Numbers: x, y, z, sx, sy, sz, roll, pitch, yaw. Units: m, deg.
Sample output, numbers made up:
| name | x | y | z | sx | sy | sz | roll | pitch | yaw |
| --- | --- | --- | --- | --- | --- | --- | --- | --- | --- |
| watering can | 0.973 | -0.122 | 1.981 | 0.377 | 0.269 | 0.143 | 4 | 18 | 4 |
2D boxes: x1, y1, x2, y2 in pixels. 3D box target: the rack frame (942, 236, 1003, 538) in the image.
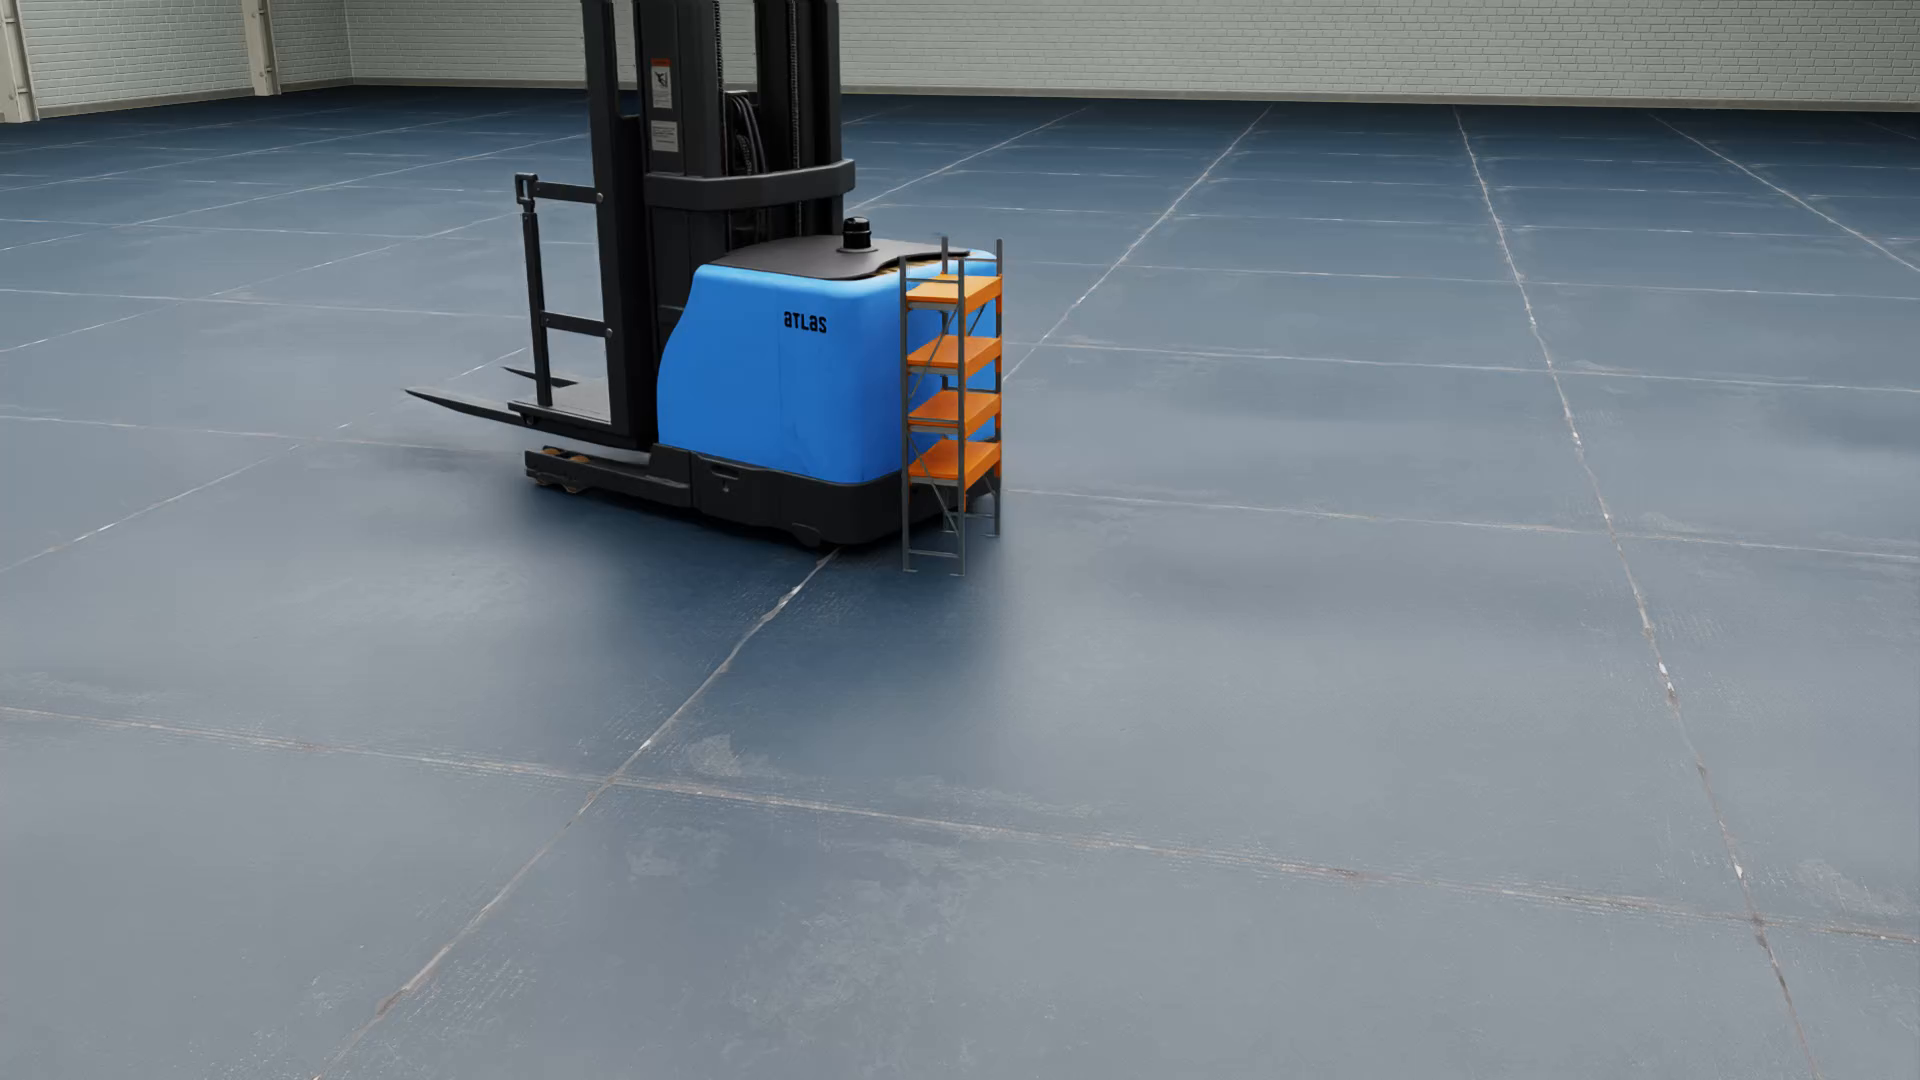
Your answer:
| name | x | y | z | sx | sy | sz | roll | pitch | yaw |
| --- | --- | --- | --- | --- | --- | --- | --- | --- | --- |
| rack frame | 0.046 | -0.588 | 6.552 | 0.240 | 1.200 | 0.015 | 6 | 20 | 16 |

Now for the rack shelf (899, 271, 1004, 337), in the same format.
| name | x | y | z | sx | sy | sz | roll | pitch | yaw |
| --- | --- | --- | --- | --- | --- | --- | --- | --- | --- |
| rack shelf | -0.027 | -0.884 | 6.205 | 0.258 | 0.148 | 0.480 | 6 | 20 | 16 |

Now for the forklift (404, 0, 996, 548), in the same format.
| name | x | y | z | sx | sy | sz | roll | pitch | yaw |
| --- | --- | --- | --- | --- | --- | --- | --- | --- | --- |
| forklift | -1.313 | -1.713 | 7.169 | 3.031 | 2.935 | 1.130 | 13 | 23 | 34 |

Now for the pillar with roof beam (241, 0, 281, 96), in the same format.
| name | x | y | z | sx | sy | sz | roll | pitch | yaw |
| --- | --- | --- | --- | --- | --- | --- | --- | --- | --- |
| pillar with roof beam | -8.712 | -12.205 | 28.498 | 9.100 | 9.000 | 0.400 | 5 | 19 | 13 |

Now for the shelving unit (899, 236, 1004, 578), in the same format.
| name | x | y | z | sx | sy | sz | roll | pitch | yaw |
| --- | --- | --- | --- | --- | --- | --- | --- | --- | --- |
| shelving unit | -0.027 | -0.513 | 6.332 | 0.258 | 1.200 | 0.503 | 6 | 20 | 16 |

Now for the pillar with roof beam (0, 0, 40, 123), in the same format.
| name | x | y | z | sx | sy | sz | roll | pitch | yaw |
| --- | --- | --- | --- | --- | --- | --- | --- | --- | --- |
| pillar with roof beam | -10.178 | -10.324 | 22.992 | 9.100 | 9.000 | 0.400 | 5 | 19 | 13 |

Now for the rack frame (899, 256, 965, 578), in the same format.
| name | x | y | z | sx | sy | sz | roll | pitch | yaw |
| --- | --- | --- | --- | --- | --- | --- | --- | --- | --- |
| rack frame | -0.100 | -0.437 | 6.112 | 0.240 | 1.200 | 0.015 | 6 | 20 | 16 |

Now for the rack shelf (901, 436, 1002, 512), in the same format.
| name | x | y | z | sx | sy | sz | roll | pitch | yaw |
| --- | --- | --- | --- | --- | --- | --- | --- | --- | --- |
| rack shelf | -0.027 | -0.261 | 6.418 | 0.258 | 0.148 | 0.480 | 6 | 20 | 16 |

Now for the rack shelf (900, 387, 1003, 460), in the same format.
| name | x | y | z | sx | sy | sz | roll | pitch | yaw |
| --- | --- | --- | --- | --- | --- | --- | --- | --- | --- |
| rack shelf | -0.027 | -0.449 | 6.354 | 0.258 | 0.148 | 0.480 | 6 | 20 | 16 |

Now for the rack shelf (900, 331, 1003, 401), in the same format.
| name | x | y | z | sx | sy | sz | roll | pitch | yaw |
| --- | --- | --- | --- | --- | --- | --- | --- | --- | --- |
| rack shelf | -0.027 | -0.661 | 6.281 | 0.258 | 0.148 | 0.480 | 6 | 20 | 16 |
